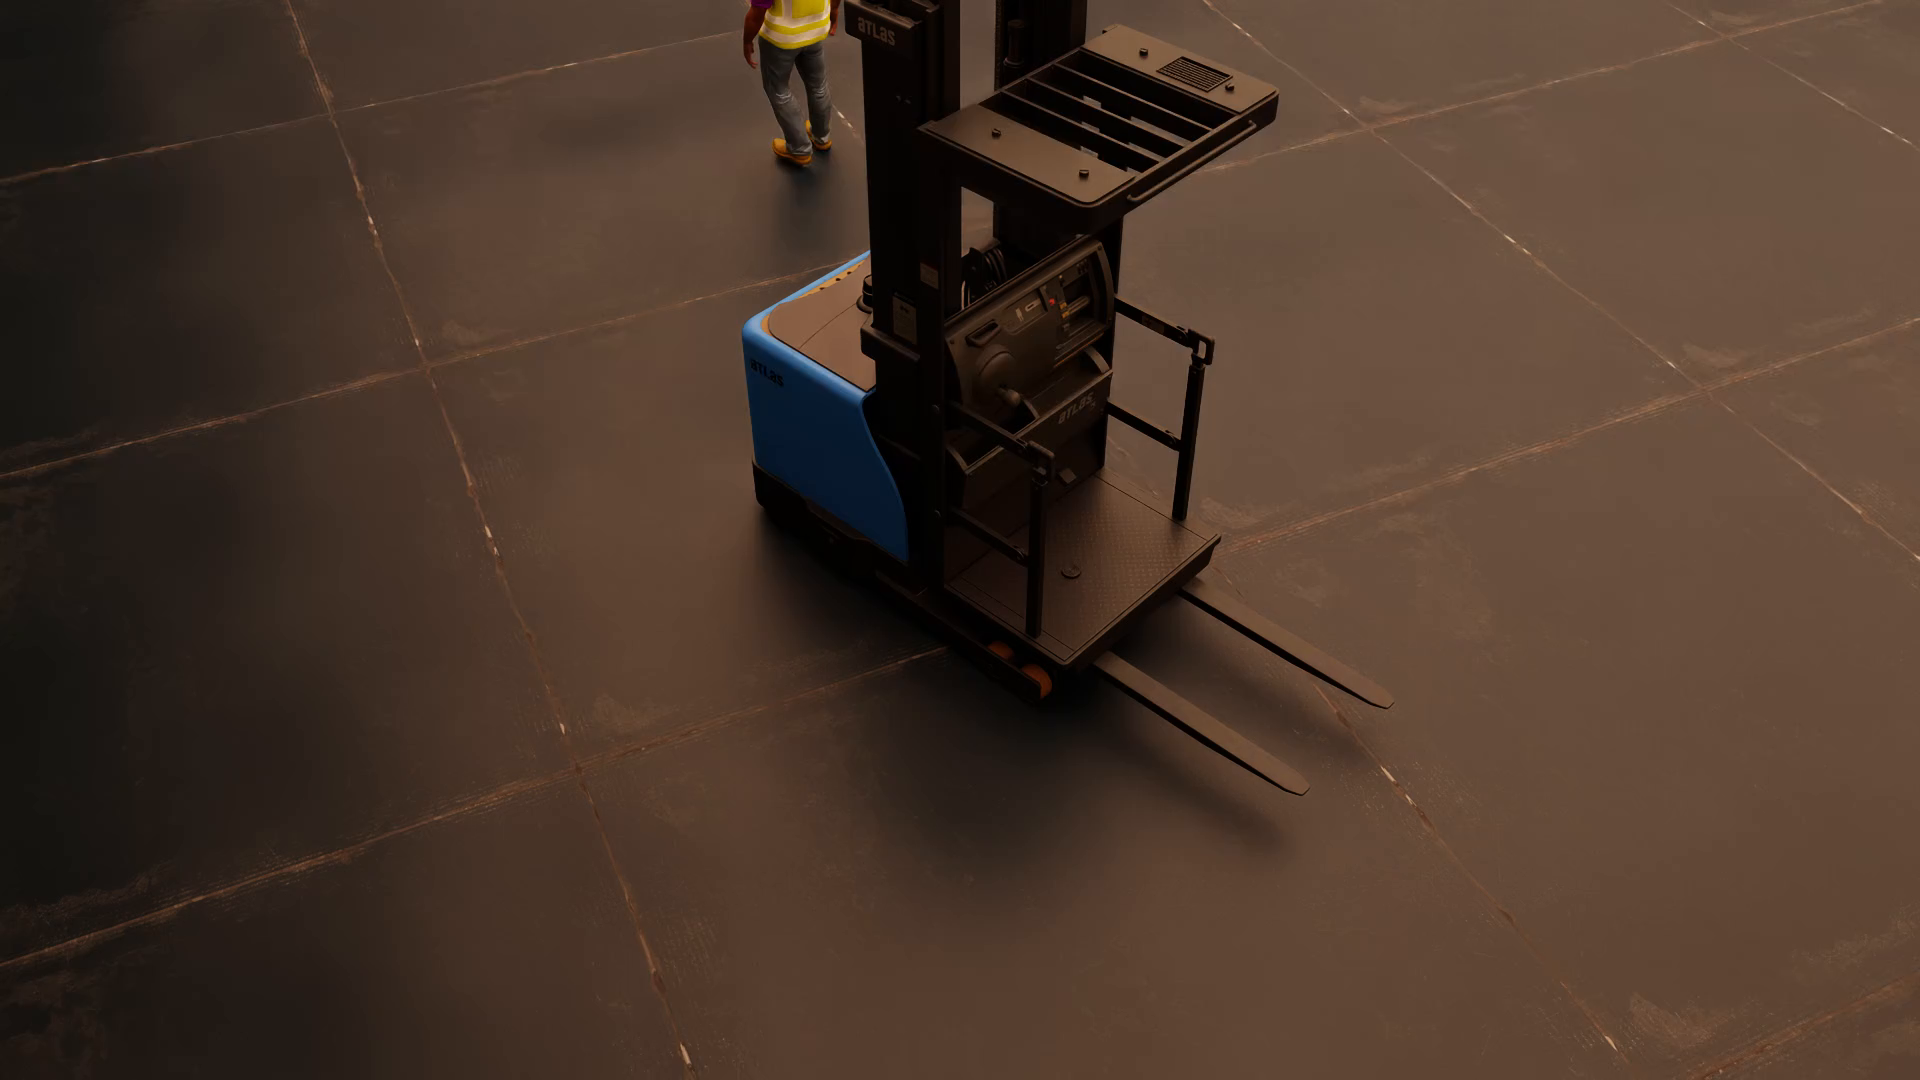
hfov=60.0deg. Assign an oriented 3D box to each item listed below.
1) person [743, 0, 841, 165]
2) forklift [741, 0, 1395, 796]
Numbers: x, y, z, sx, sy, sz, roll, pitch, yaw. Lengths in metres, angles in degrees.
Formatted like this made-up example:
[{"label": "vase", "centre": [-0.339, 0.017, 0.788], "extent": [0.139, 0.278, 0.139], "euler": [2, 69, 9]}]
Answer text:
[{"label": "person", "centre": [-1.008, -3.010, 9.748], "extent": [0.666, 1.761, 0.589], "euler": [-28, 50, -27]}, {"label": "forklift", "centre": [0.445, -0.788, 6.525], "extent": [3.031, 2.935, 1.130], "euler": [32, 52, 30]}]
